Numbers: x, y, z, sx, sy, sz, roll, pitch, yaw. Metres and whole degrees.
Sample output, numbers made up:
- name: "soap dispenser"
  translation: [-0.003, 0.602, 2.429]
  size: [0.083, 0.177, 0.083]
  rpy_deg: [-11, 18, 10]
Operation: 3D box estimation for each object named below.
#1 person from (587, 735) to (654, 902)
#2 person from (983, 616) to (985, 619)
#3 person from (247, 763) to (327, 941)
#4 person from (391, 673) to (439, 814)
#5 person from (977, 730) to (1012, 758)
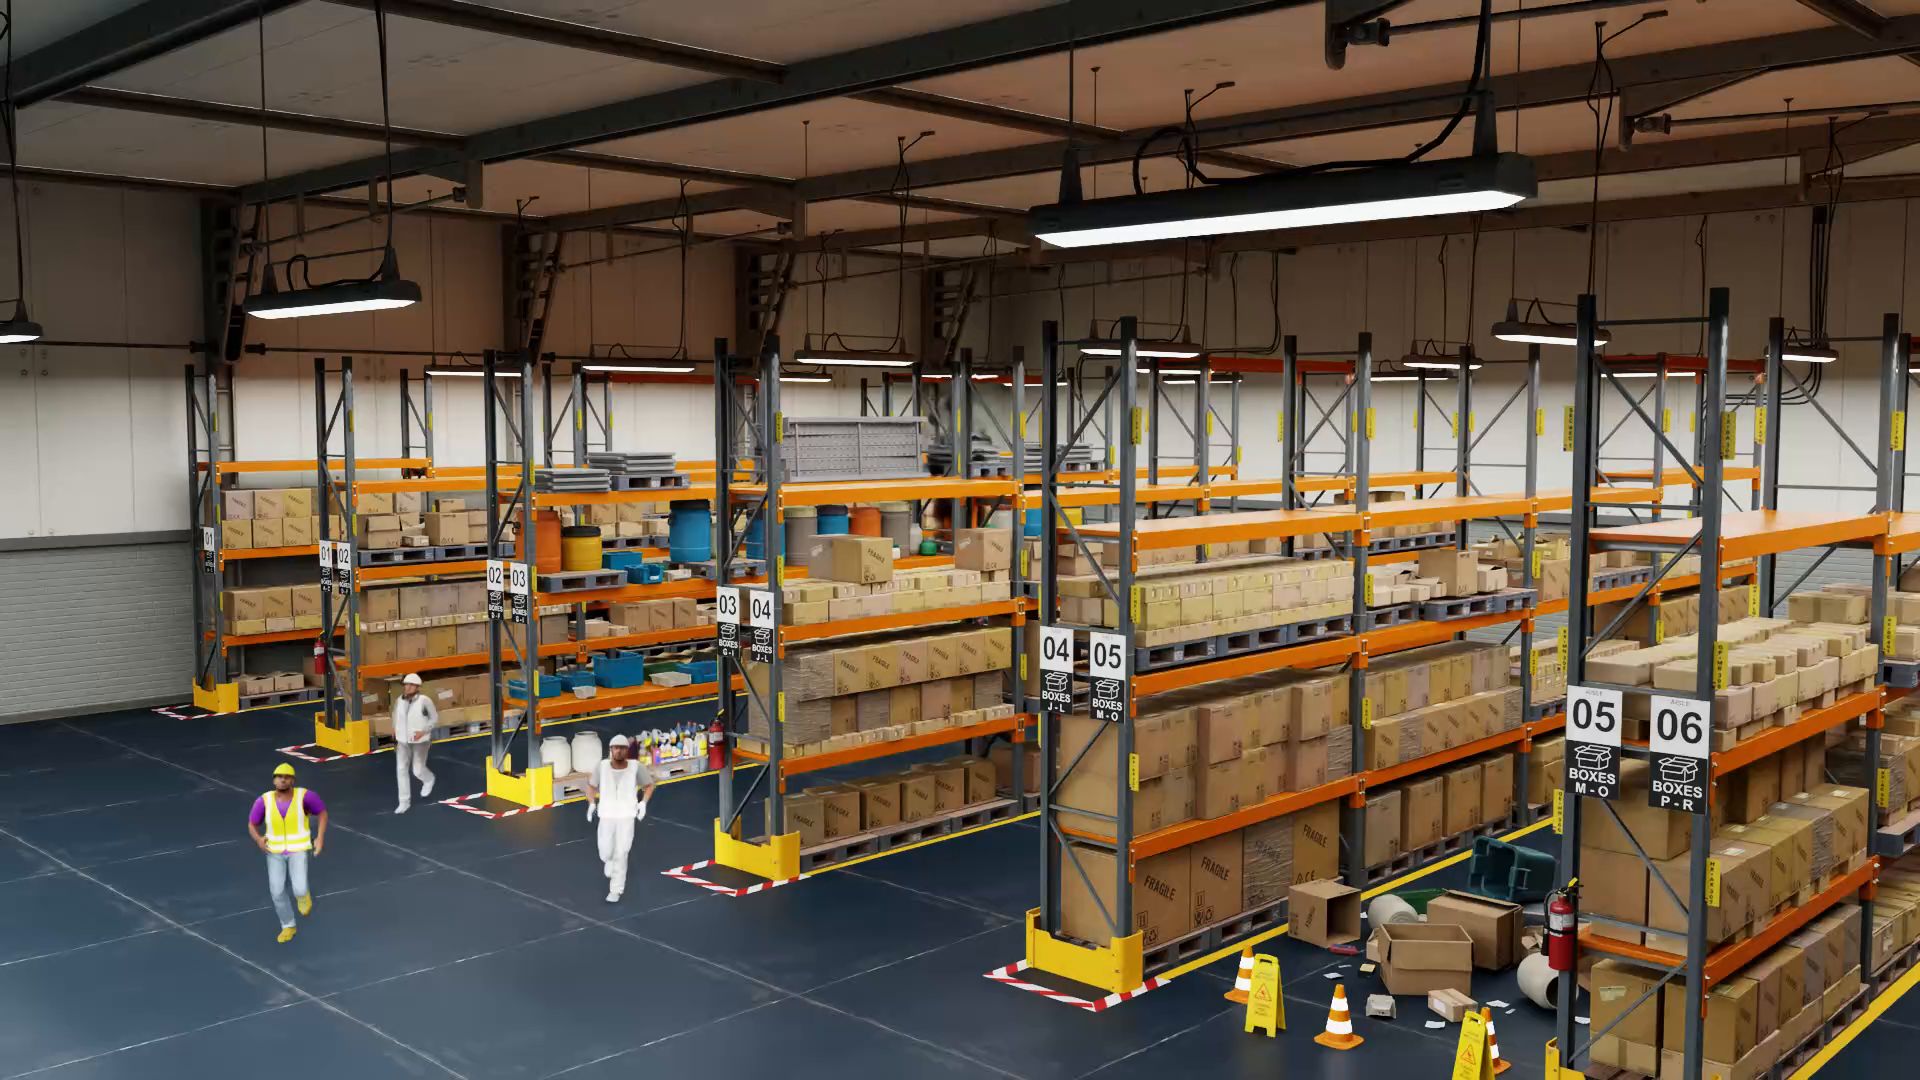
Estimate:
- name: "person"
  translation: [-3.633, 2.943, 17.778]
  size: [0.700, 1.747, 0.727]
  rpy_deg: [0, 4, -5]
- name: "person"
  translation: [0.722, 1.755, 33.257]
  size: [0.656, 1.752, 0.737]
  rpy_deg: [3, 5, 32]
- name: "person"
  translation: [-6.640, 3.055, 16.419]
  size: [0.736, 1.725, 0.612]
  rpy_deg: [-1, 5, -17]
- name: "person"
  translation: [-7.156, 2.627, 21.814]
  size: [0.678, 1.781, 0.885]
  rpy_deg: [0, 4, 4]
- name: "person"
  translation: [0.477, 2.431, 24.647]
  size: [0.669, 1.695, 0.860]
  rpy_deg: [3, 5, 34]
